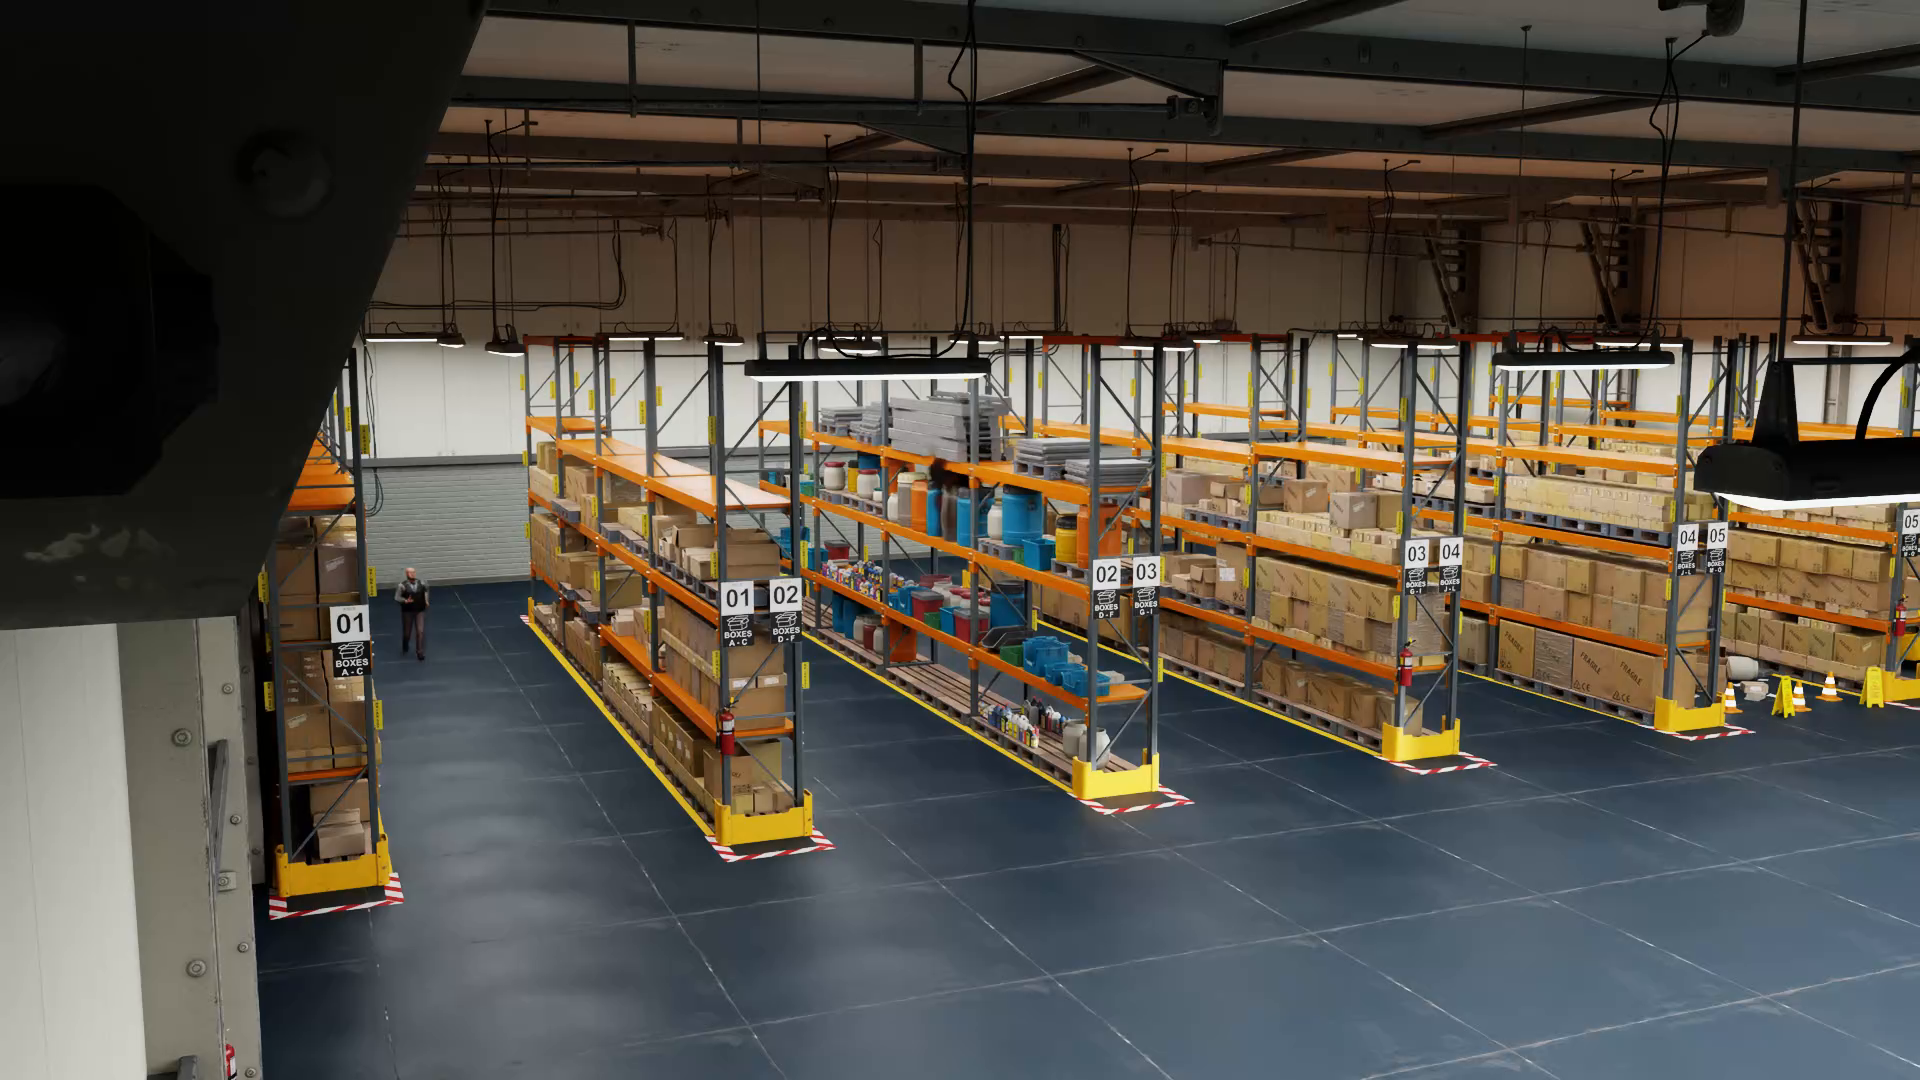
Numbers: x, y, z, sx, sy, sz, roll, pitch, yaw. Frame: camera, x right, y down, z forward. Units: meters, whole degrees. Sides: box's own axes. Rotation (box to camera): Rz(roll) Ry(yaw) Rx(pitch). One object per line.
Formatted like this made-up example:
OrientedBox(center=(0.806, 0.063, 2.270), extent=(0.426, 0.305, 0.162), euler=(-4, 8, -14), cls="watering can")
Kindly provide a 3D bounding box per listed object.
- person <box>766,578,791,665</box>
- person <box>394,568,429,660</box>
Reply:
OrientedBox(center=(-3.257, 1.444, 30.648), extent=(0.698, 1.691, 0.765), euler=(-3, 8, -24), cls="person")
OrientedBox(center=(-10.220, 1.357, 31.084), extent=(0.664, 1.699, 0.905), euler=(-4, 9, -29), cls="person")
